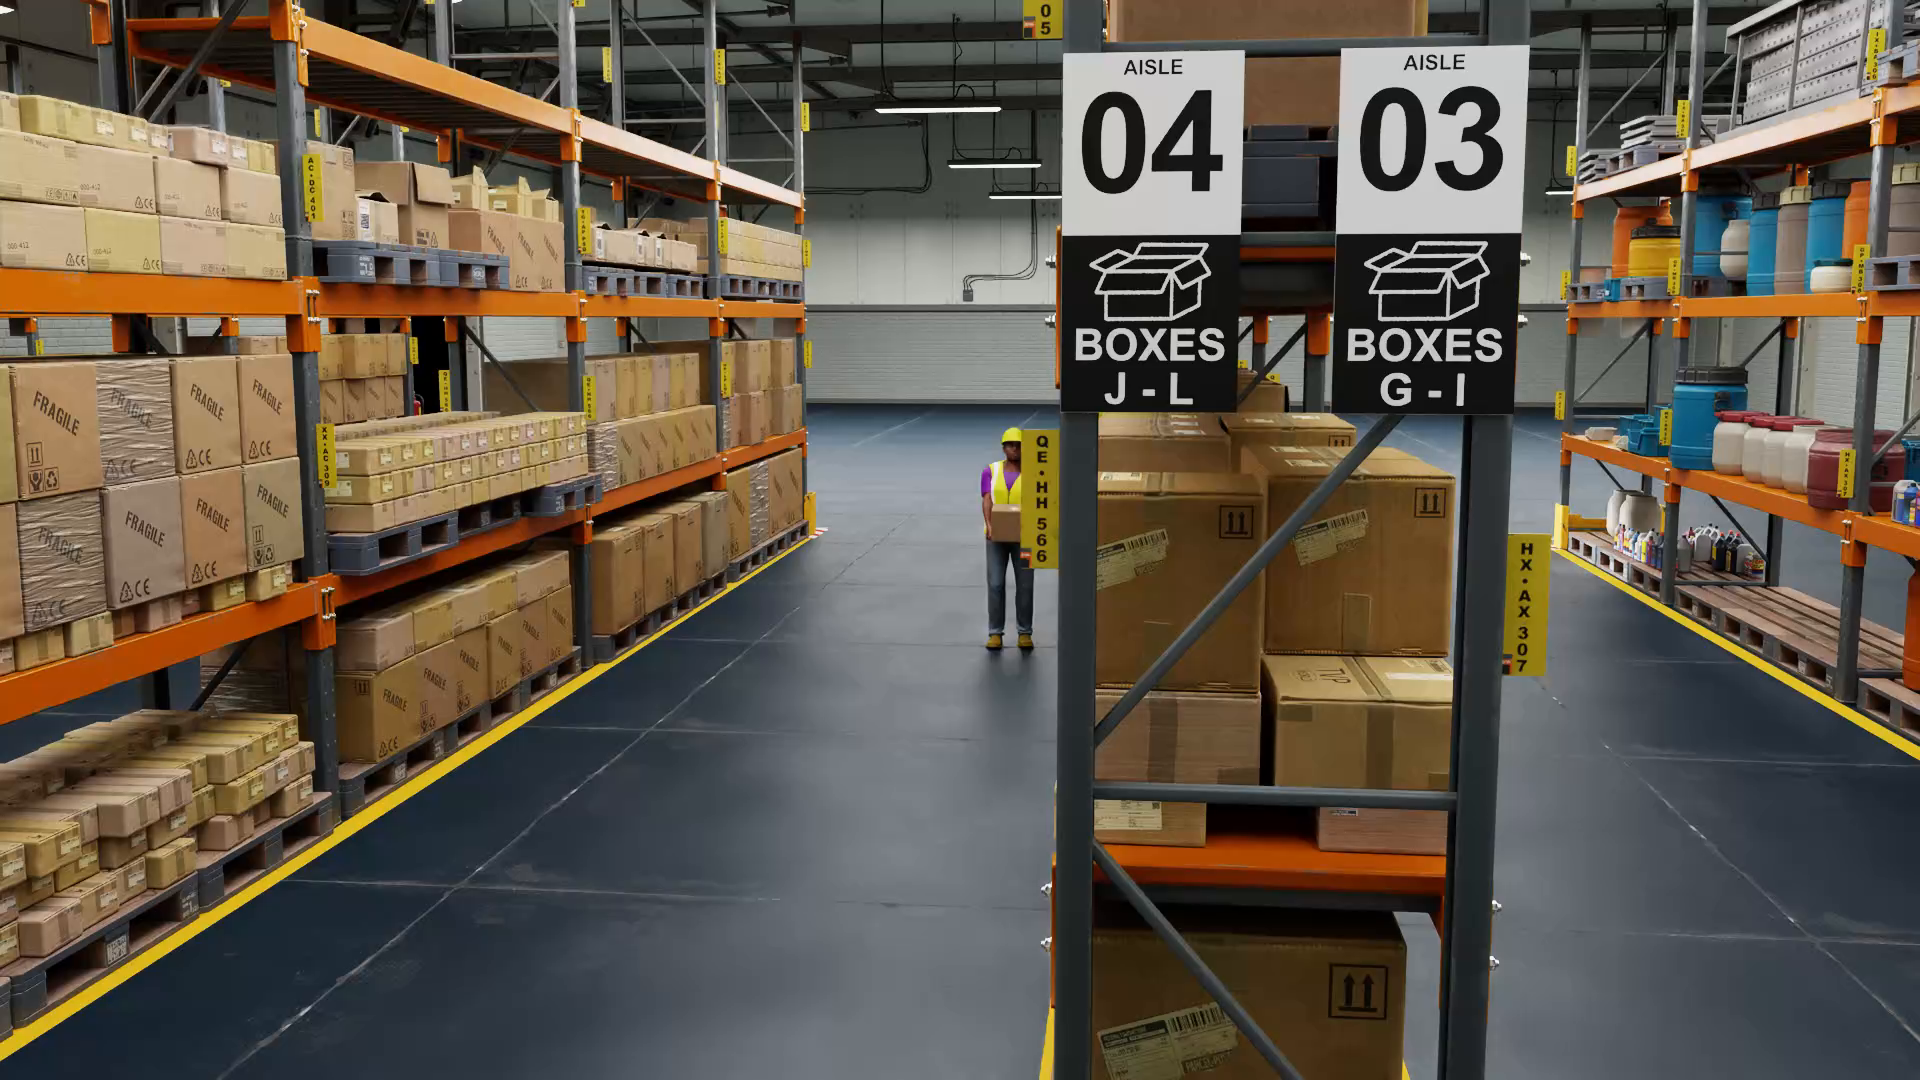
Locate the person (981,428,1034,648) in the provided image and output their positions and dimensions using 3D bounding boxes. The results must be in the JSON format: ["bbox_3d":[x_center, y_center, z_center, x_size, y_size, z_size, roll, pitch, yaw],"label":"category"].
[{"bbox_3d":[0.413,-0.010,13.297,0.503,1.760,0.576,1,8,5],"label":"person"}]
